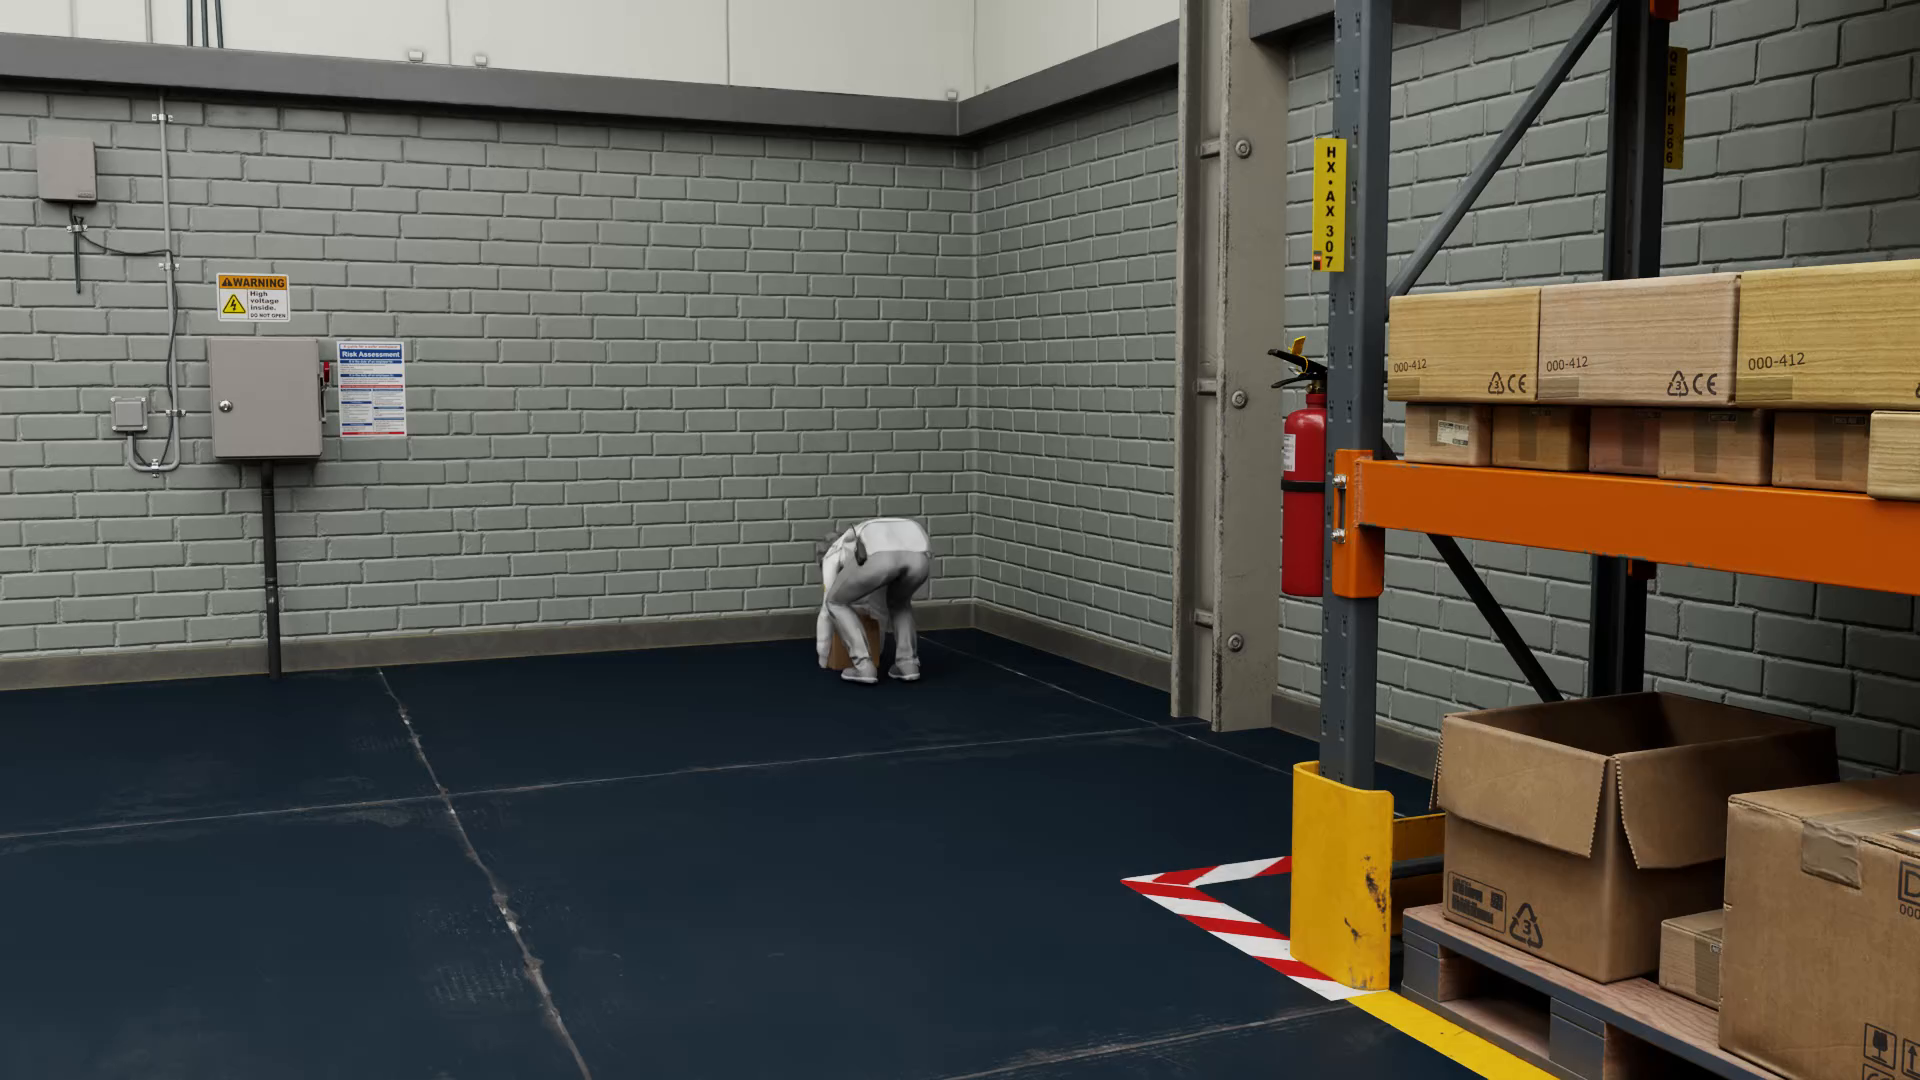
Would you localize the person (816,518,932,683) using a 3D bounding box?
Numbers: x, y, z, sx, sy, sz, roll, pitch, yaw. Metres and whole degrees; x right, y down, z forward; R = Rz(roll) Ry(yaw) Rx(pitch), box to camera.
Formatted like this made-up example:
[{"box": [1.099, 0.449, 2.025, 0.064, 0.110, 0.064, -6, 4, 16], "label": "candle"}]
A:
[{"box": [-0.461, 0.293, 8.447, 0.468, 0.833, 0.894, -3, 6, -26], "label": "person"}]
